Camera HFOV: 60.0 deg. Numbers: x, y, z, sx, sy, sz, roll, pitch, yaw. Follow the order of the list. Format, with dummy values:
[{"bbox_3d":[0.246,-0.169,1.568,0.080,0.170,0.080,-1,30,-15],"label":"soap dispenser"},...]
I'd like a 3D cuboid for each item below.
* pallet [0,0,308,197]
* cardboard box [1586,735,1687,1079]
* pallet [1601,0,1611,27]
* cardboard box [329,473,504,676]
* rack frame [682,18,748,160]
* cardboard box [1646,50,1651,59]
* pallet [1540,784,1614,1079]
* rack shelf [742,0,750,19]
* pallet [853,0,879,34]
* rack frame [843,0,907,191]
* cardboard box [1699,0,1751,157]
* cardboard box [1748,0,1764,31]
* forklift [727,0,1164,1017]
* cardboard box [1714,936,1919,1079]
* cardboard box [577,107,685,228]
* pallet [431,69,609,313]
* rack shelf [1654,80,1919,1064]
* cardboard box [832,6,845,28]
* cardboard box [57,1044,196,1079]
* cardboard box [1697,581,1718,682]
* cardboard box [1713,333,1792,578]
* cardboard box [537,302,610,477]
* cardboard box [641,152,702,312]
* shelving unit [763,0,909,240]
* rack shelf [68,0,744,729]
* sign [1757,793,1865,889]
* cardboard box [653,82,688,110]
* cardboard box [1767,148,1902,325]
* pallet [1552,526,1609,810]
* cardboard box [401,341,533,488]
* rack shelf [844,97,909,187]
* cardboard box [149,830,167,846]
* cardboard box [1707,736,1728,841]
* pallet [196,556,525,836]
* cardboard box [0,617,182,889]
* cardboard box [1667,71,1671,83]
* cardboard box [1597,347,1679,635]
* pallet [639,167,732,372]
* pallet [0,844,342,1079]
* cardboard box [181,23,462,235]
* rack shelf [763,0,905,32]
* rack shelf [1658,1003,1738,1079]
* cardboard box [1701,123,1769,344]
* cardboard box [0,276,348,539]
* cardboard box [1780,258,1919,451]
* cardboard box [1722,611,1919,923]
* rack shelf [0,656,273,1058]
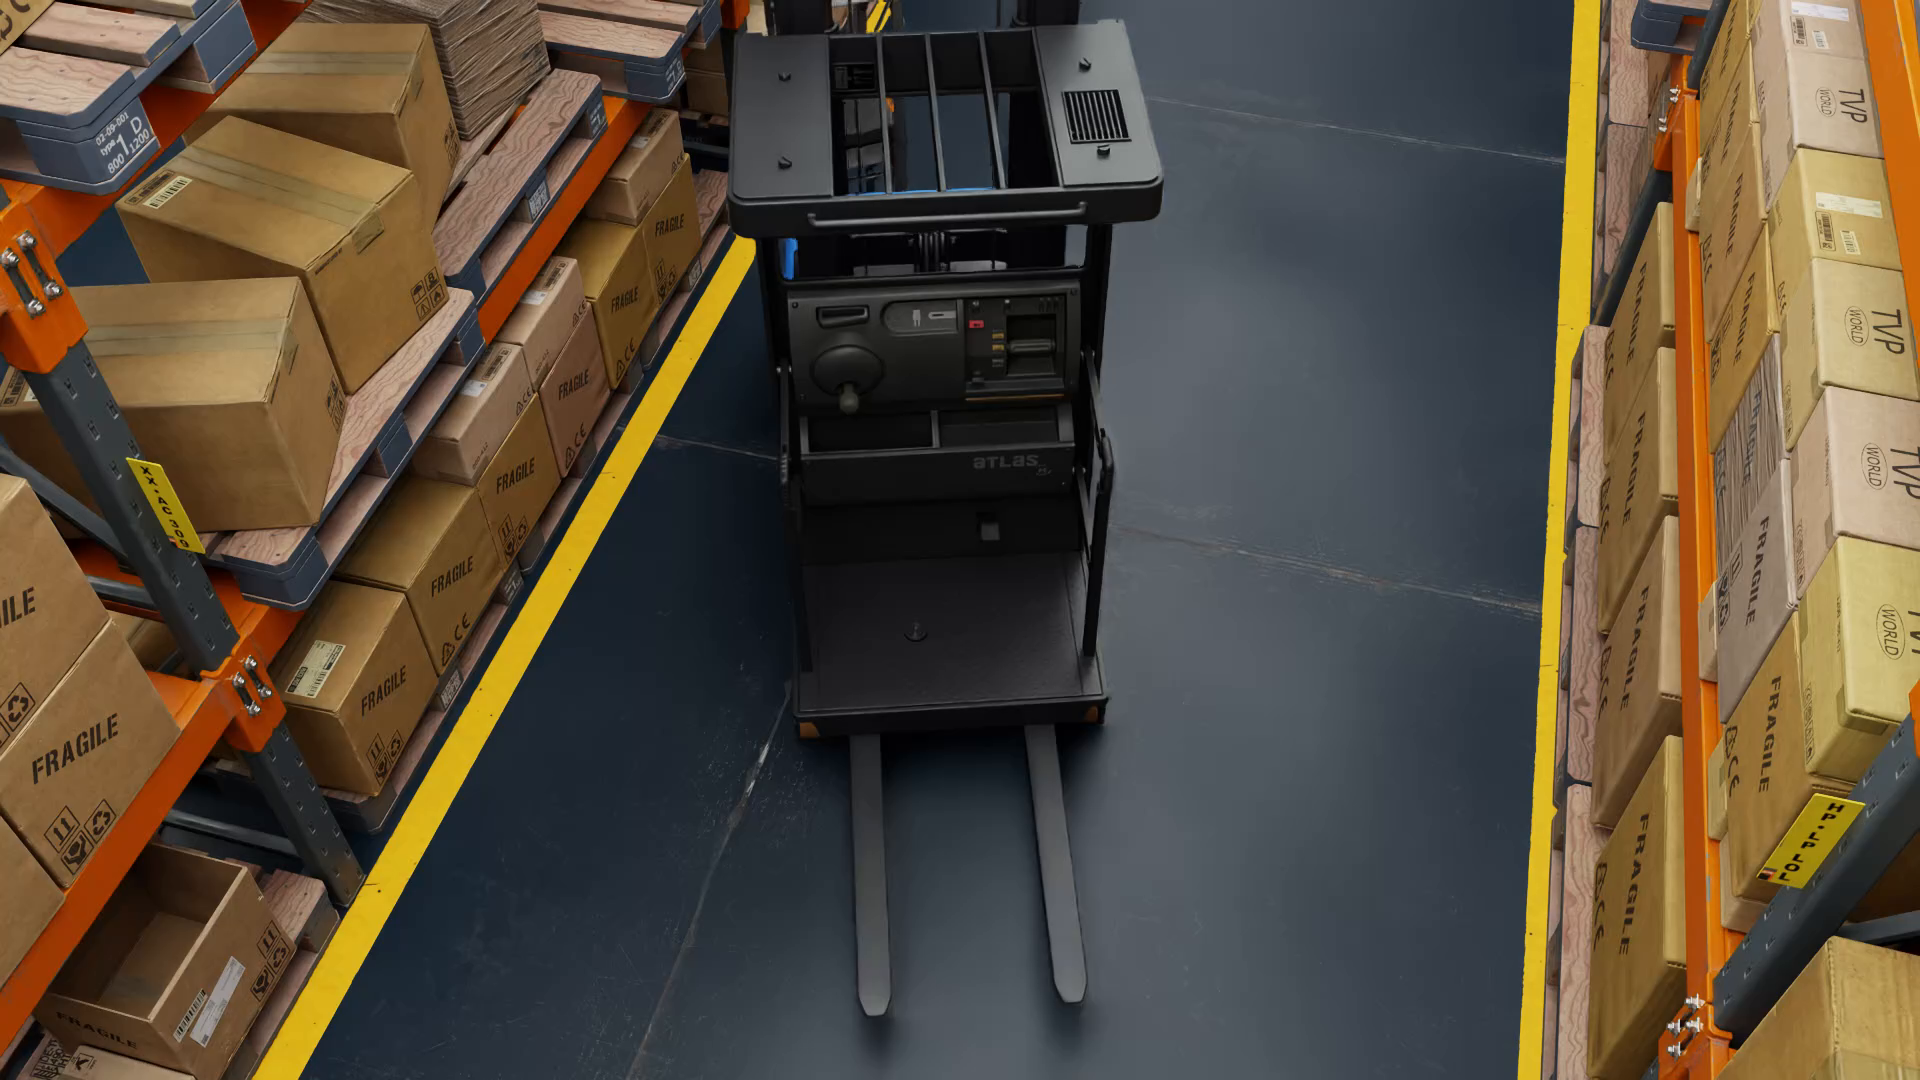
[{"bbox_3d":[-2.275,-1.287,3.928,1.213,0.211,1.003,12,50,10],"label":"pallet"},{"bbox_3d":[2.311,1.153,4.804,0.750,0.750,0.750,12,50,10],"label":"cardboard box"},{"bbox_3d":[4.168,-3.224,9.373,1.003,0.211,1.213,12,50,10],"label":"pallet"},{"bbox_3d":[-2.022,0.093,5.959,0.500,0.500,0.500,12,50,11],"label":"cardboard box"},{"bbox_3d":[-1.461,-2.792,7.132,1.000,3.000,0.127,12,50,10],"label":"rack frame"},{"bbox_3d":[3.933,-2.748,8.467,0.700,0.500,0.500,12,50,10],"label":"cardboard box"},{"bbox_3d":[2.396,1.426,5.269,1.003,0.211,1.213,12,50,10],"label":"pallet"},{"bbox_3d":[-0.935,-4.000,8.678,1.077,0.370,4.000,12,50,10],"label":"rack shelf"},{"bbox_3d":[-0.884,-3.336,9.473,1.003,0.211,1.213,12,50,10],"label":"pallet"},{"bbox_3d":[-0.404,-1.417,6.519,0.400,2.100,0.015,-14,50,-12],"label":"rack frame"},{"bbox_3d":[2.944,-1.654,5.850,0.500,0.500,0.500,13,50,11],"label":"cardboard box"},{"bbox_3d":[2.943,-1.905,5.571,0.500,0.250,0.500,13,50,11],"label":"cardboard box"},{"bbox_3d":[-0.061,-0.515,5.168,1.130,2.935,3.031,-3,49,-3],"label":"forklift"},{"bbox_3d":[2.107,1.366,3.262,0.980,0.700,0.700,12,50,11],"label":"cardboard box"},{"bbox_3d":[-1.492,-1.594,6.948,0.500,0.250,0.500,13,50,11],"label":"cardboard box"},{"bbox_3d":[-1.969,-1.320,5.962,1.003,0.211,1.213,12,50,10],"label":"pallet"},{"bbox_3d":[2.792,-0.132,5.265,1.077,0.370,4.000,12,50,10],"label":"rack shelf"},{"bbox_3d":[-0.909,-2.705,8.610,0.500,0.250,0.500,10,49,9],"label":"cardboard box"},{"bbox_3d":[-2.431,1.651,4.819,0.380,0.149,0.250,12,50,10],"label":"cardboard box"},{"bbox_3d":[2.250,0.284,4.572,0.380,0.149,0.250,12,50,10],"label":"cardboard box"},{"bbox_3d":[2.409,-0.178,4.547,0.500,0.500,0.500,12,50,10],"label":"cardboard box"},{"bbox_3d":[-1.750,-0.632,6.600,0.500,0.500,0.500,10,49,9],"label":"cardboard box"},{"bbox_3d":[-1.481,-1.387,7.266,0.500,0.500,0.500,13,50,12],"label":"cardboard box"},{"bbox_3d":[-0.483,-1.591,6.671,0.431,2.100,0.503,-14,50,-12],"label":"shelving unit"},{"bbox_3d":[-1.988,-1.107,6.125,1.077,0.370,4.000,12,50,10],"label":"rack shelf"},{"bbox_3d":[1.740,0.620,3.402,0.100,0.325,0.005,12,50,10],"label":"sign"},{"bbox_3d":[-1.558,-2.449,8.384,0.500,0.250,0.500,13,50,11],"label":"cardboard box"},{"bbox_3d":[2.554,-0.804,4.599,0.500,0.250,0.500,11,49,9],"label":"cardboard box"},{"bbox_3d":[2.715,0.541,6.051,1.003,0.211,1.213,12,50,10],"label":"pallet"},{"bbox_3d":[-1.889,-0.490,5.974,0.500,0.250,0.500,12,50,10],"label":"cardboard box"},{"bbox_3d":[-0.483,-1.582,6.682,0.431,0.518,0.480,-14,50,-12],"label":"rack shelf"},{"bbox_3d":[-2.833,1.107,5.191,0.500,0.311,0.500,12,50,10],"label":"cardboard box"},{"bbox_3d":[2.125,0.665,4.235,0.380,0.149,0.250,12,50,11],"label":"cardboard box"},{"bbox_3d":[-2.337,0.429,6.150,1.003,0.211,1.213,12,50,10],"label":"pallet"},{"bbox_3d":[-2.398,0.481,4.177,0.500,0.500,0.500,12,50,11],"label":"cardboard box"},{"bbox_3d":[3.706,-2.016,7.821,0.700,0.500,0.500,11,50,10],"label":"cardboard box"},{"bbox_3d":[2.762,-0.106,5.915,0.750,0.750,0.750,11,50,10],"label":"cardboard box"},{"bbox_3d":[-1.694,-1.336,7.707,1.003,0.211,1.213,12,50,10],"label":"pallet"},{"bbox_3d":[-2.696,1.521,5.186,1.003,0.211,1.213,12,50,10],"label":"pallet"},{"bbox_3d":[-2.109,-1.360,5.522,0.700,0.500,0.500,0,49,0],"label":"cardboard box"},{"bbox_3d":[-0.482,-2.044,6.155,0.431,0.518,0.480,-14,50,-12],"label":"rack shelf"},{"bbox_3d":[1.739,2.761,2.711,1.077,0.370,4.000,12,50,10],"label":"rack shelf"},{"bbox_3d":[2.665,-0.918,5.200,0.500,0.500,0.500,11,50,10],"label":"cardboard box"},{"bbox_3d":[-2.174,-0.369,4.647,0.700,0.500,0.500,-3,49,-3],"label":"cardboard box"},{"bbox_3d":[2.420,-0.435,4.273,0.500,0.250,0.500,12,50,11],"label":"cardboard box"},{"bbox_3d":[2.144,0.555,3.900,0.500,0.500,0.500,11,49,9],"label":"cardboard box"},{"bbox_3d":[-3.041,1.786,3.571,1.077,0.370,4.000,12,50,10],"label":"rack shelf"}]
